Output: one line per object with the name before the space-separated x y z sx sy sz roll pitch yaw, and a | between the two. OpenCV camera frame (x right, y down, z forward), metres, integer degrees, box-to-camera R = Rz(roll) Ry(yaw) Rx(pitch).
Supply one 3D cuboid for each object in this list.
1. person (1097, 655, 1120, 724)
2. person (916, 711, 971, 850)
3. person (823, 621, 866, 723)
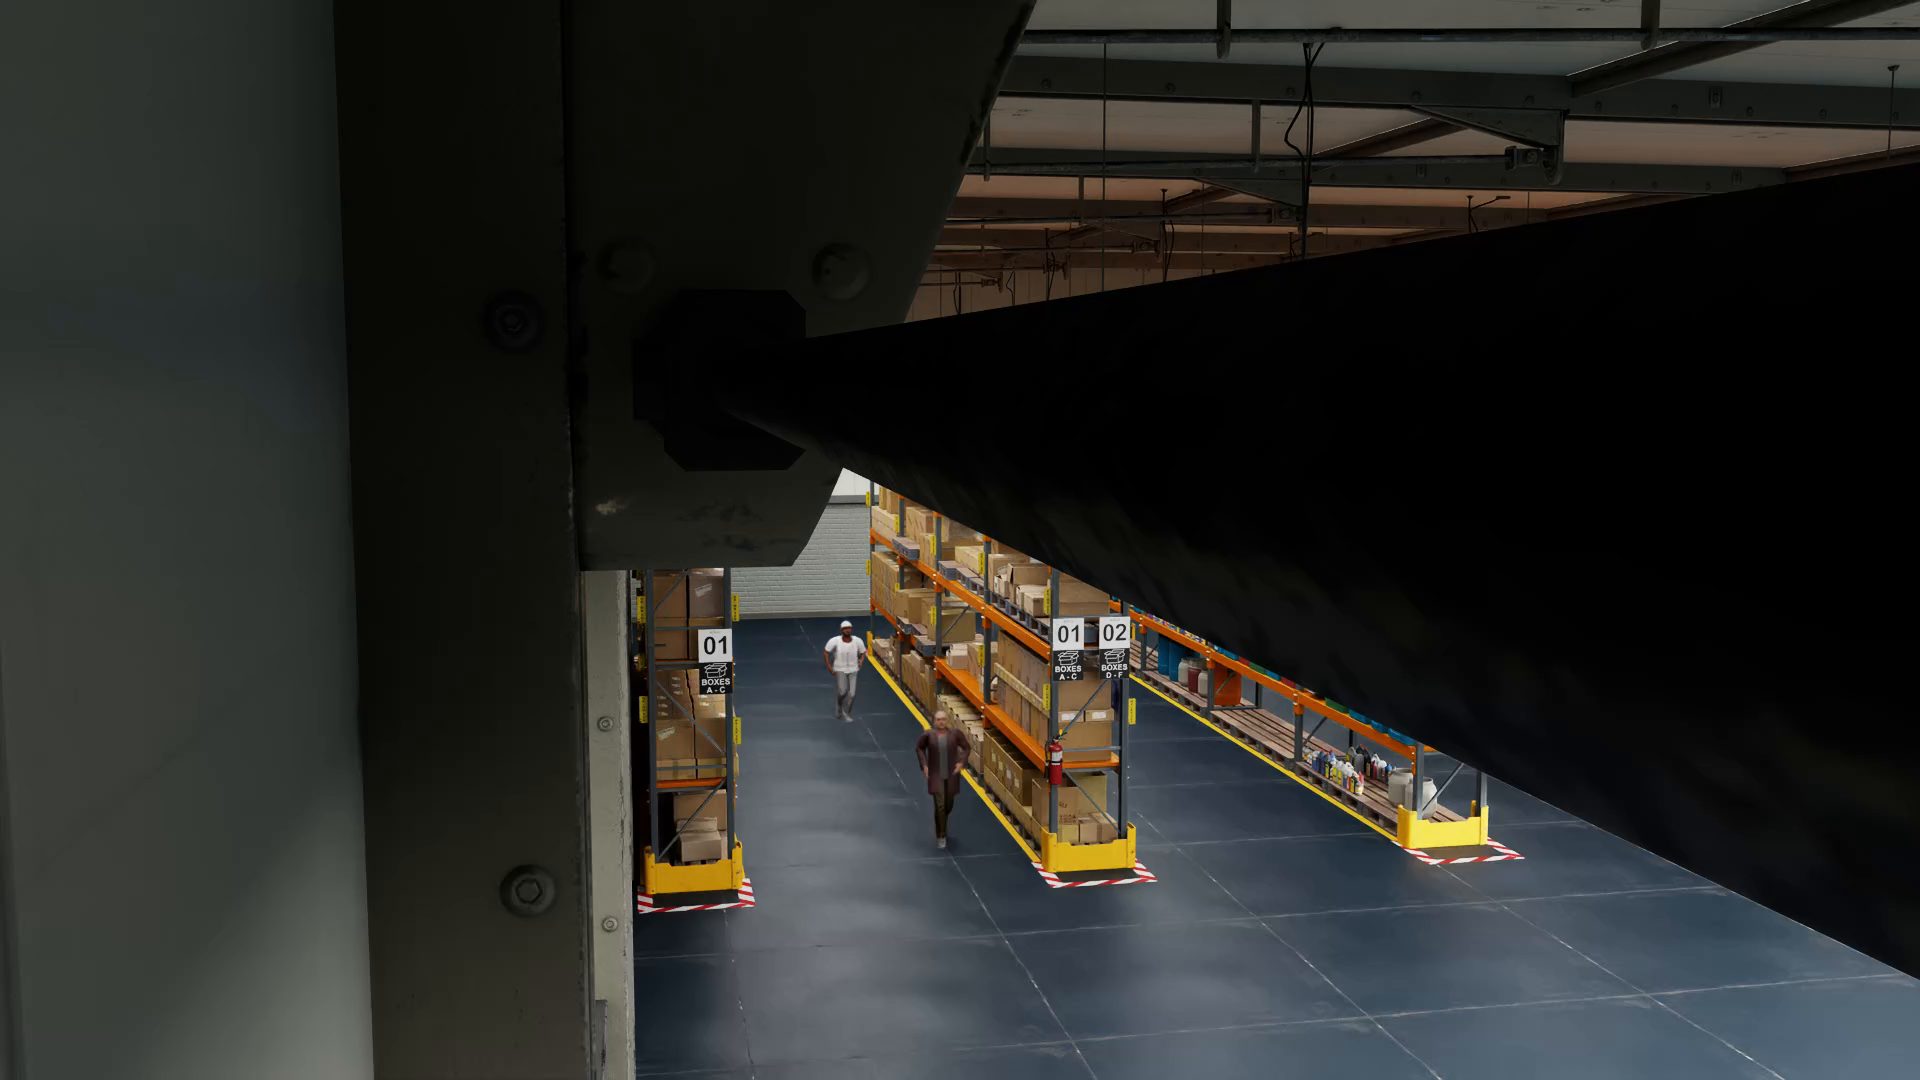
person | 2.630 2.281 28.611 0.613 1.773 0.692 -2 6 -15
person | -0.218 3.193 22.144 0.733 1.724 0.796 0 6 -3
person | -1.926 2.240 28.216 0.730 1.743 0.536 -2 6 -14
